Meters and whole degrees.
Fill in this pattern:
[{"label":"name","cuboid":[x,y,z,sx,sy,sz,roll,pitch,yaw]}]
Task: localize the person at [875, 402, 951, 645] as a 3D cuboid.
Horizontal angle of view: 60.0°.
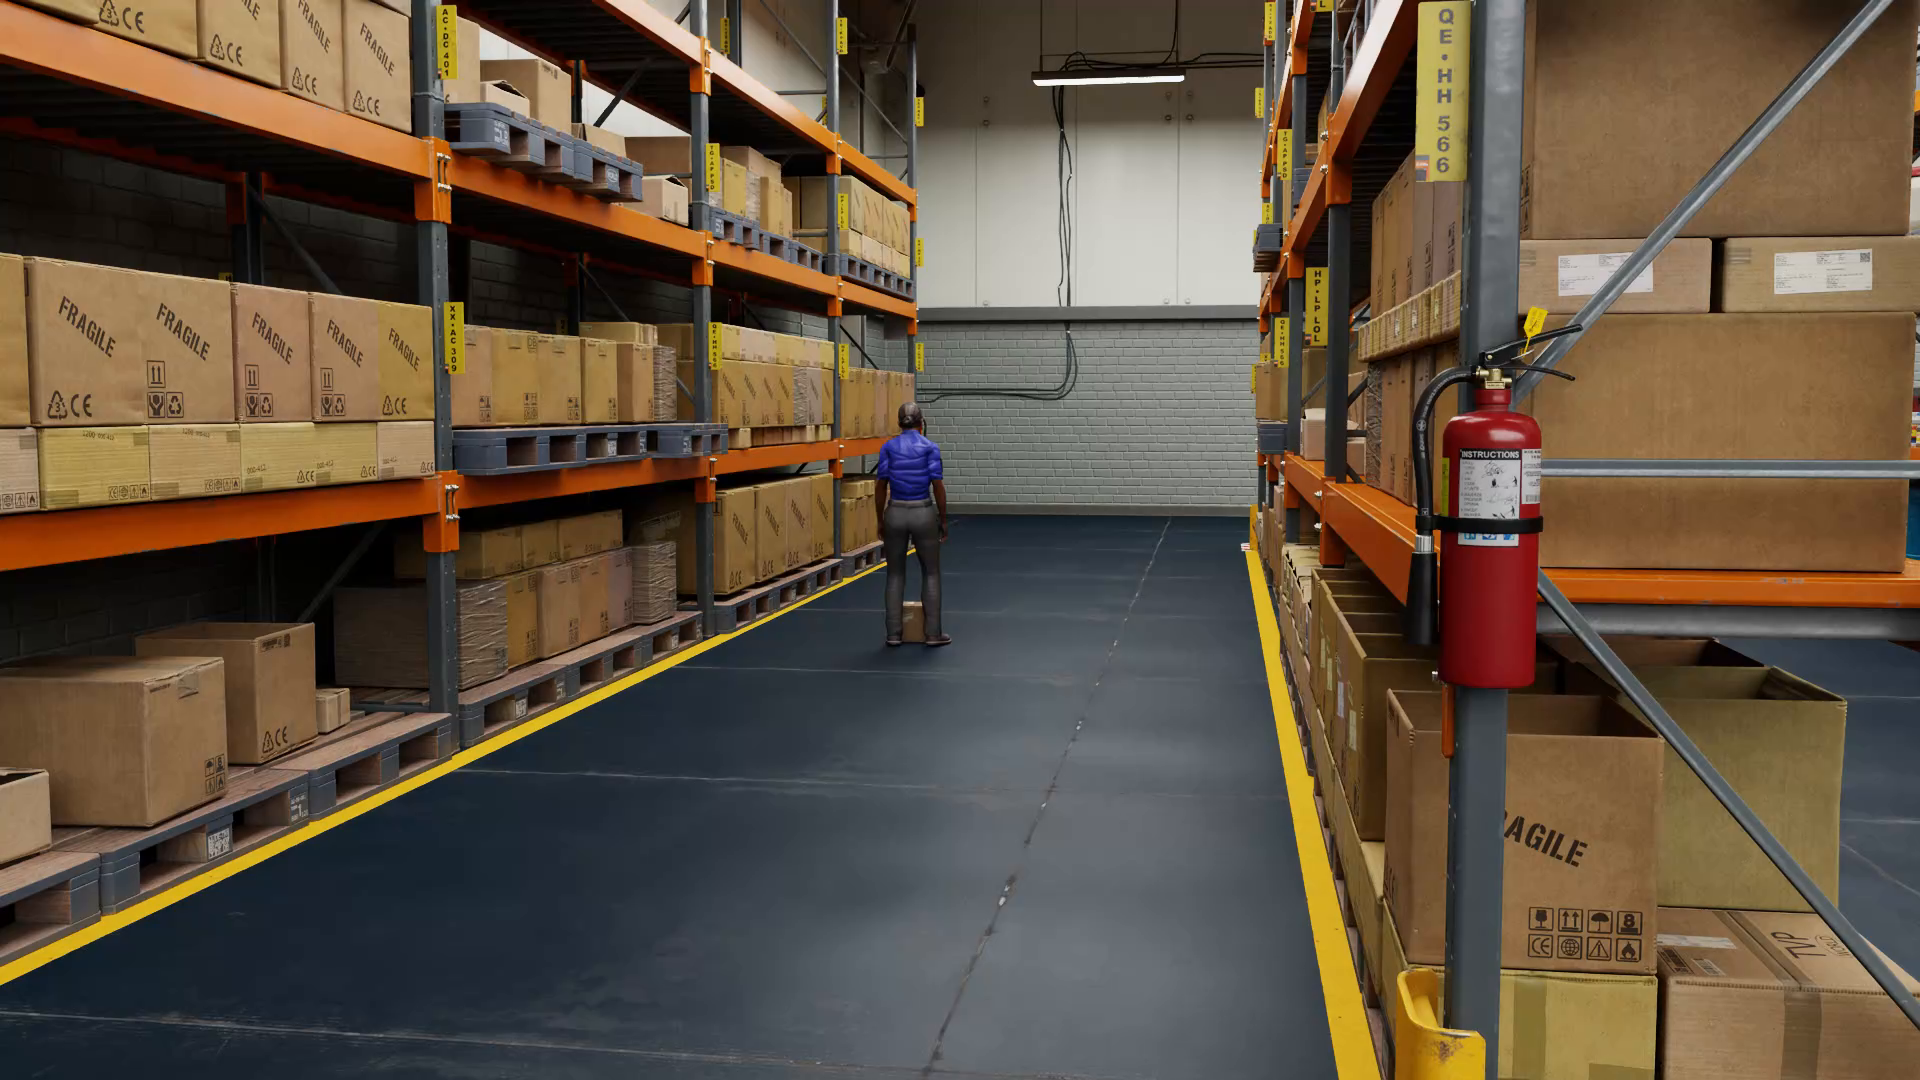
[{"label":"person","cuboid":[-0.325,-0.111,11.309,0.505,1.655,0.347,1,5,9]}]
